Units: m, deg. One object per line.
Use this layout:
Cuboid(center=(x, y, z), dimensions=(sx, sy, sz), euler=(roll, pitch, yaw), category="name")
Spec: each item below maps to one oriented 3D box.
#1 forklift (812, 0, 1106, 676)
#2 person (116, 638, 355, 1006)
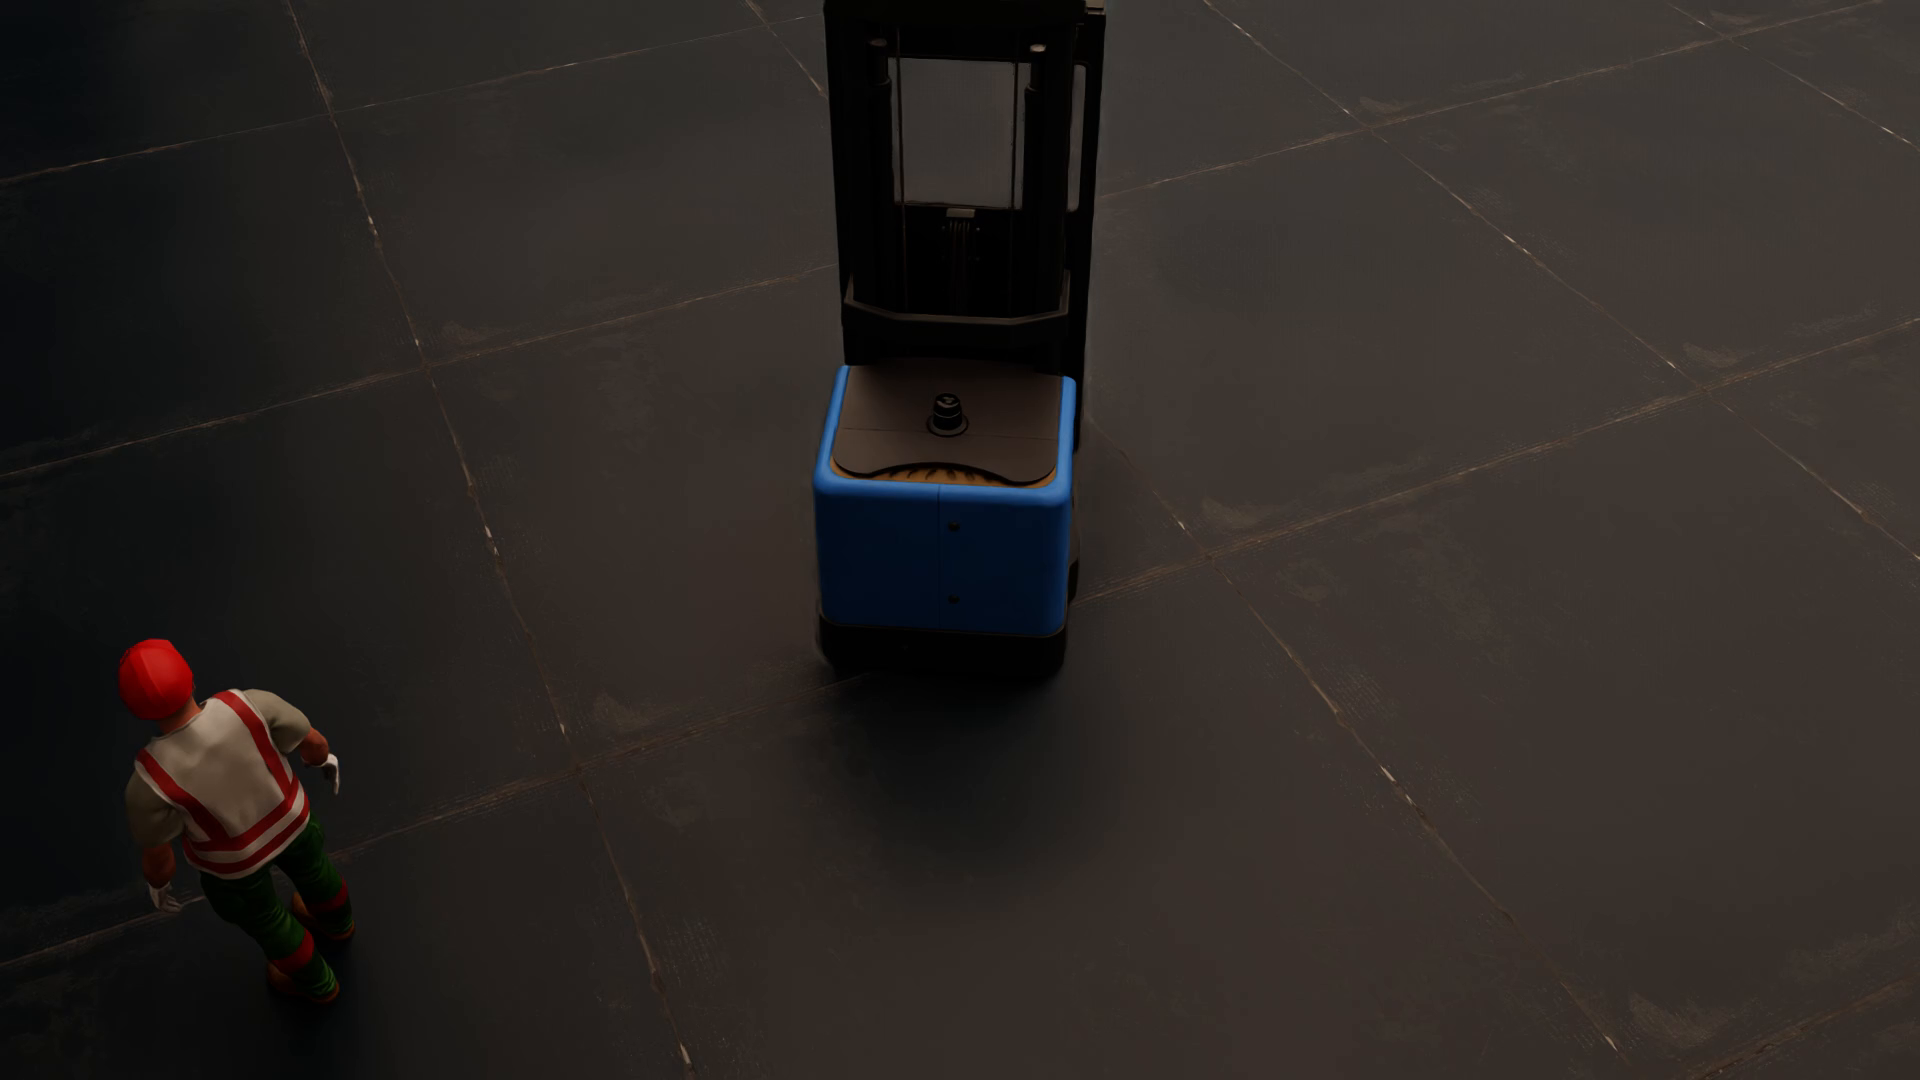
Cuboid(center=(0.040, -1.489, 7.276), dimensions=(1.130, 2.935, 3.031), euler=(3, 43, 3), category="forklift")
Cuboid(center=(-2.411, 0.922, 5.531), dimensions=(0.535, 1.789, 0.713), euler=(26, 49, 25), category="person")
